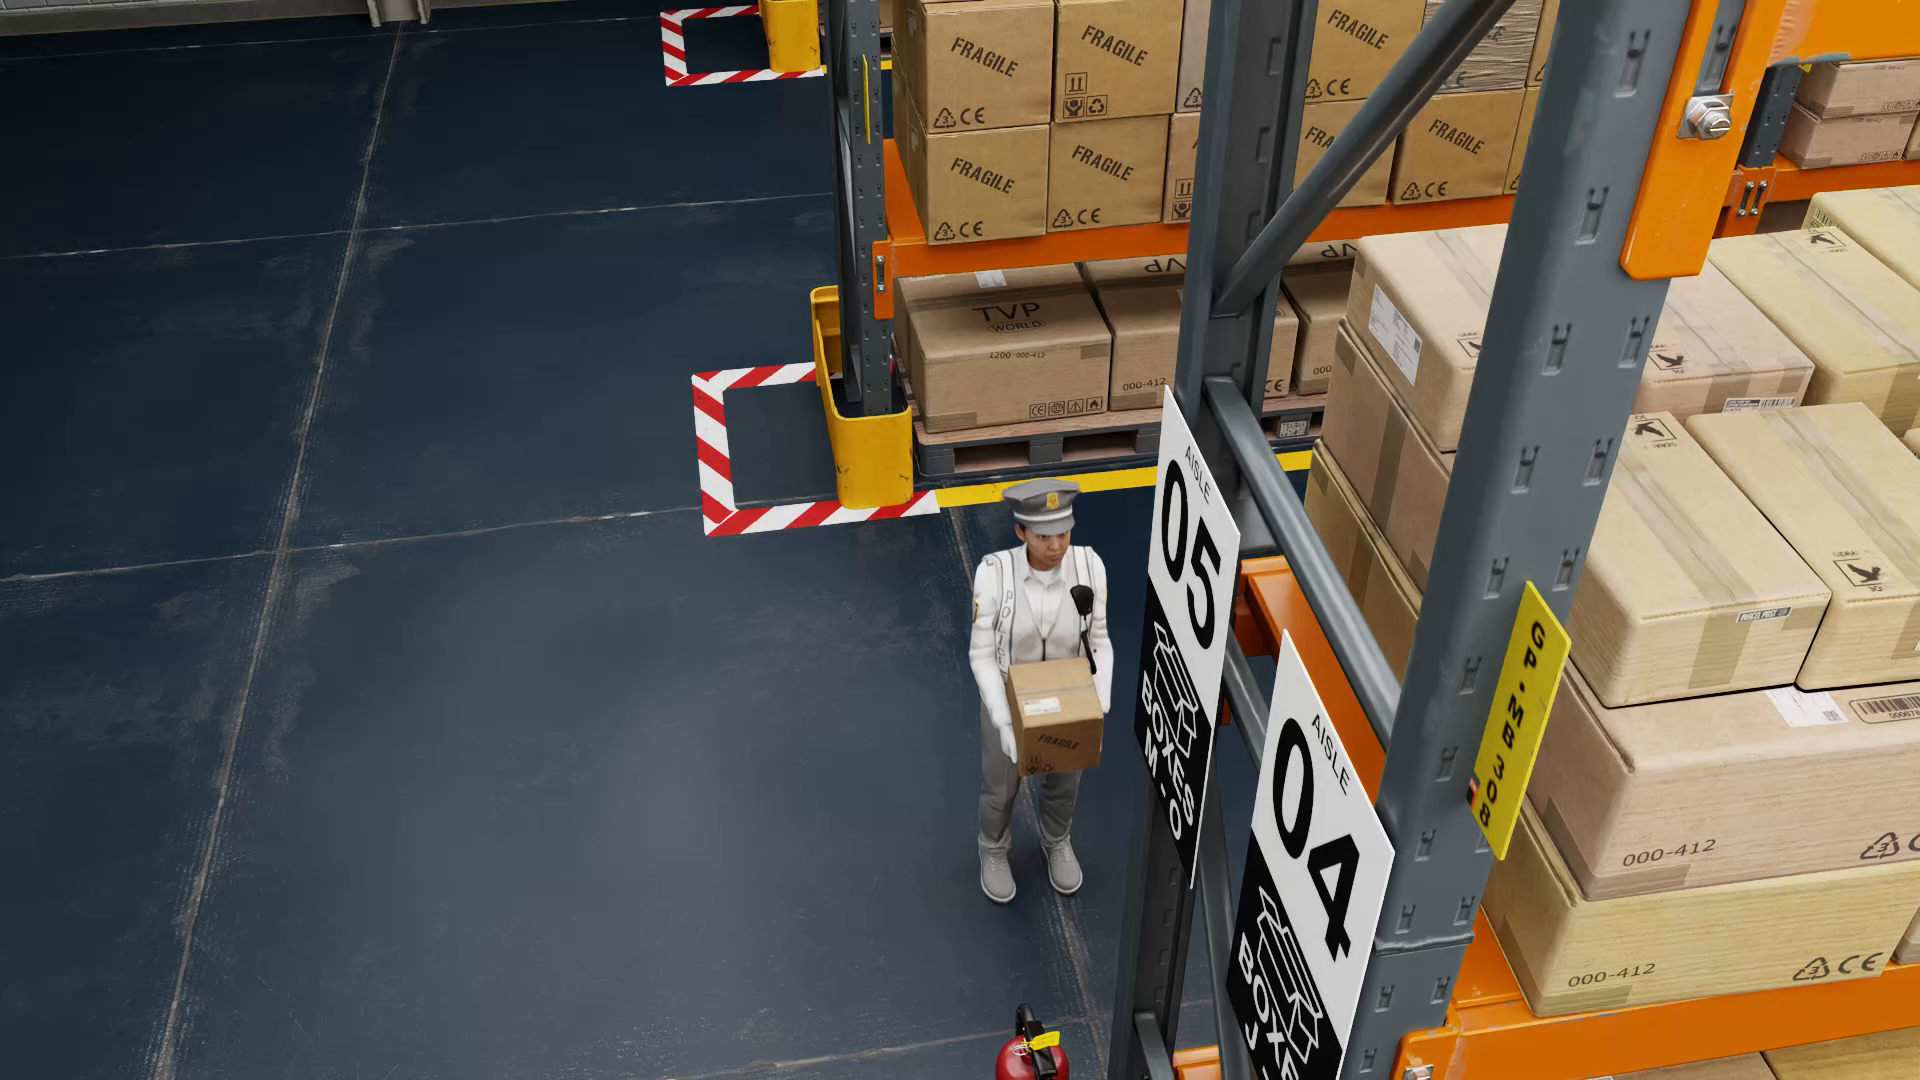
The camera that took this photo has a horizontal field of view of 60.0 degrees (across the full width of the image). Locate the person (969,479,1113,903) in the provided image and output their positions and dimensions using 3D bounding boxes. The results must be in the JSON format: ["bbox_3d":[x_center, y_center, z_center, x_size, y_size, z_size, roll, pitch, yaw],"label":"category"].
[{"bbox_3d":[0.262,0.553,5.447,0.460,1.686,0.556,-6,39,-8],"label":"person"}]
